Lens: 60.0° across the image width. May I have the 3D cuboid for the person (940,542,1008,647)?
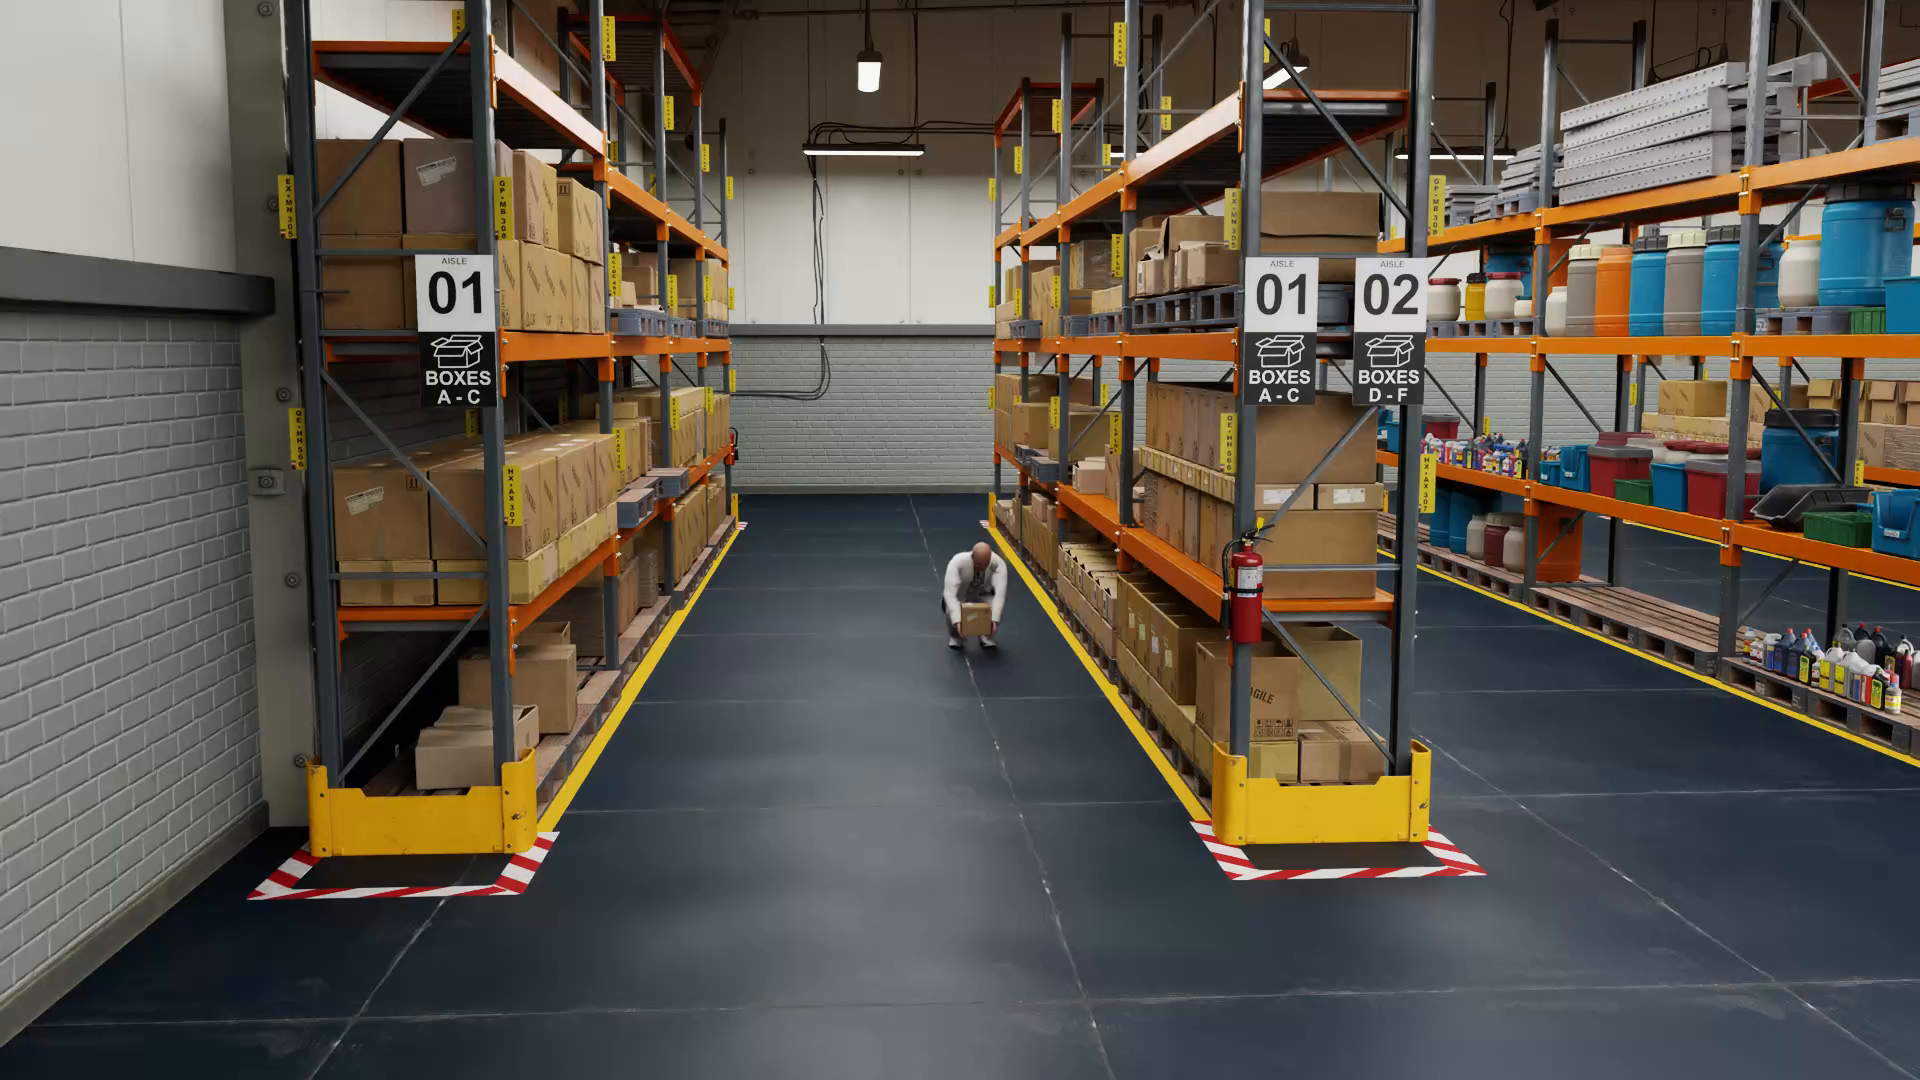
[{"bbox_3d":[0.125,0.489,15.029,0.605,0.993,0.906,0,7,-4],"label":"person"}]
